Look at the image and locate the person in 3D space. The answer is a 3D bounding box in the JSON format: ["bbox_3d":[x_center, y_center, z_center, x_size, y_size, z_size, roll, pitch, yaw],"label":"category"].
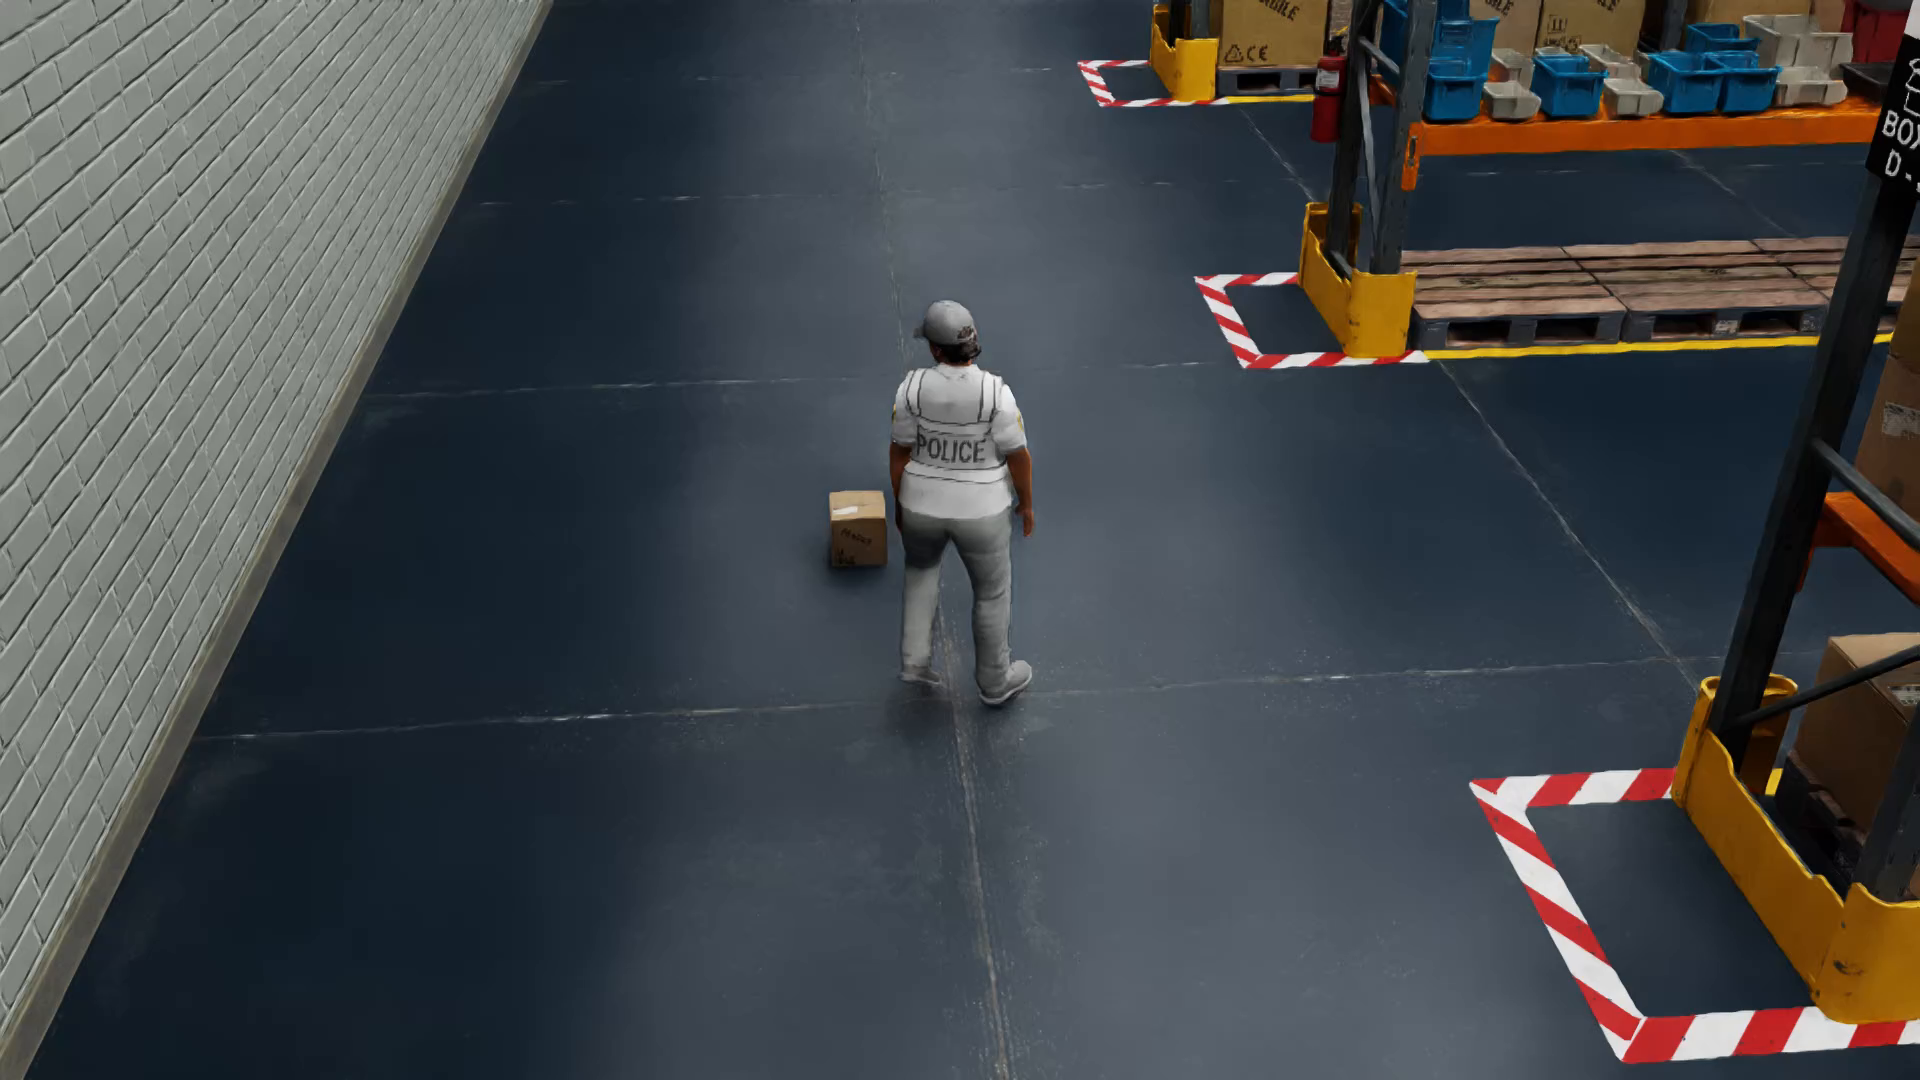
[{"bbox_3d":[-0.001,-0.105,6.276,0.530,1.658,0.437,8,32,13],"label":"person"}]
